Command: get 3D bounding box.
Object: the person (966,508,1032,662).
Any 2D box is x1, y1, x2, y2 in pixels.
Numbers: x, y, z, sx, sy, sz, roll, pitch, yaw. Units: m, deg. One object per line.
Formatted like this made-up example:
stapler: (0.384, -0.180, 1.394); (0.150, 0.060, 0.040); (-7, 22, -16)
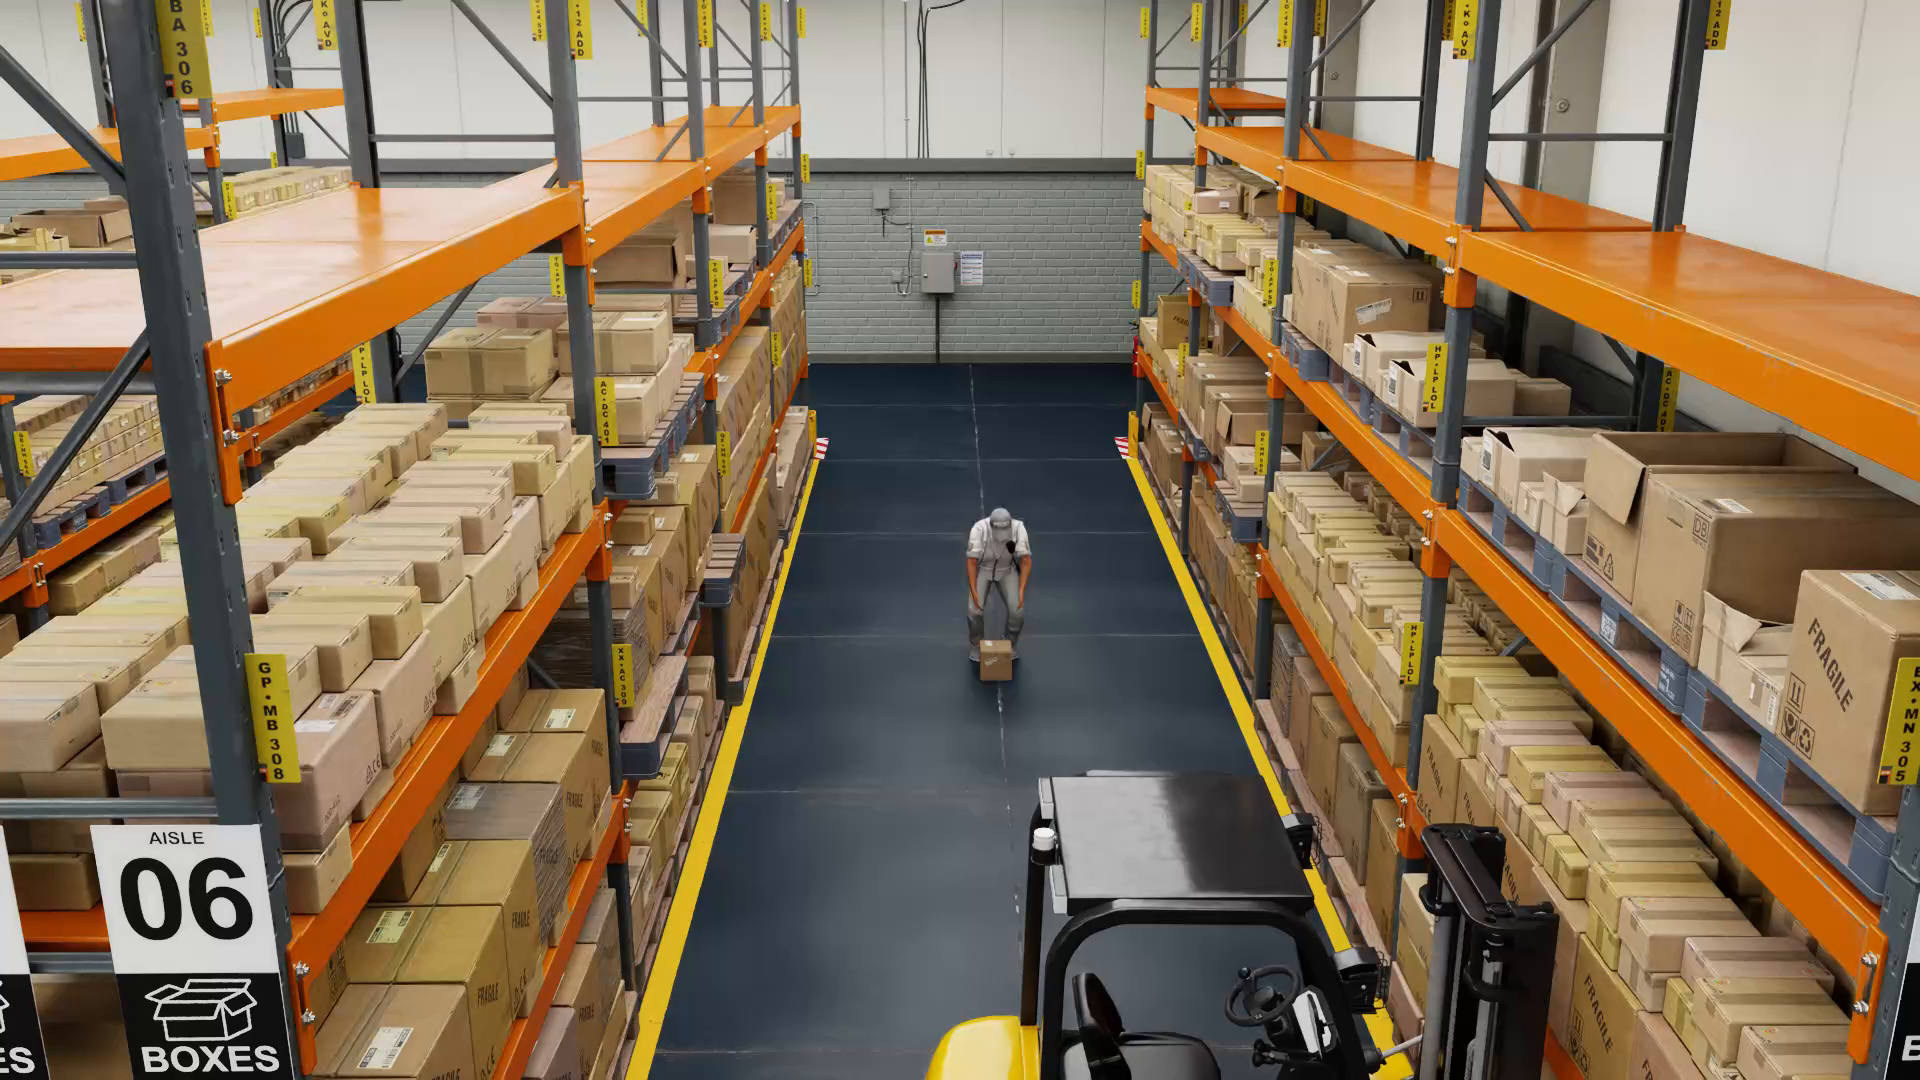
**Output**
person: (0.314, 0.324, 13.545); (0.534, 1.351, 0.745); (0, 17, -1)
